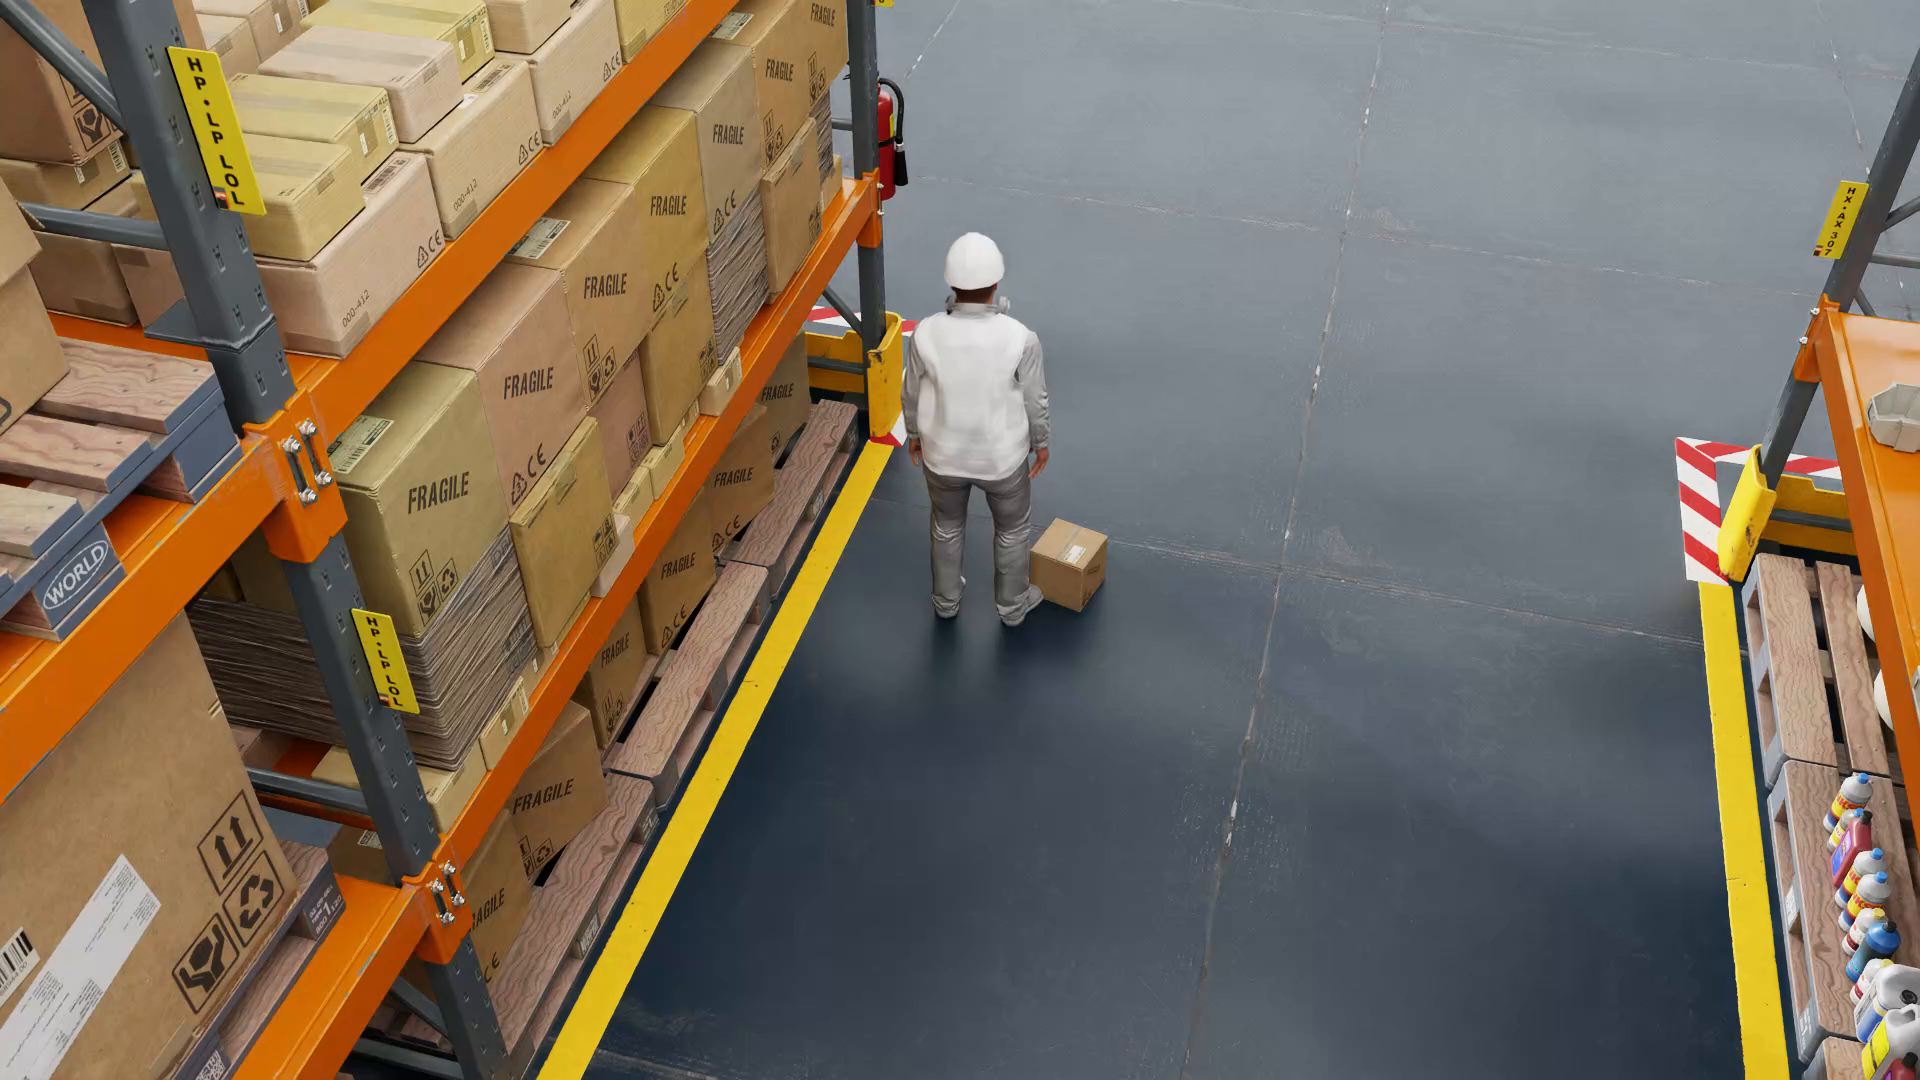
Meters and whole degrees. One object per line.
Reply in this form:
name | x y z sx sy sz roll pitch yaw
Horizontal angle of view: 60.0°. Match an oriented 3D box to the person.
person | 0.065 -0.388 6.589 0.582 1.769 0.468 7 41 8
